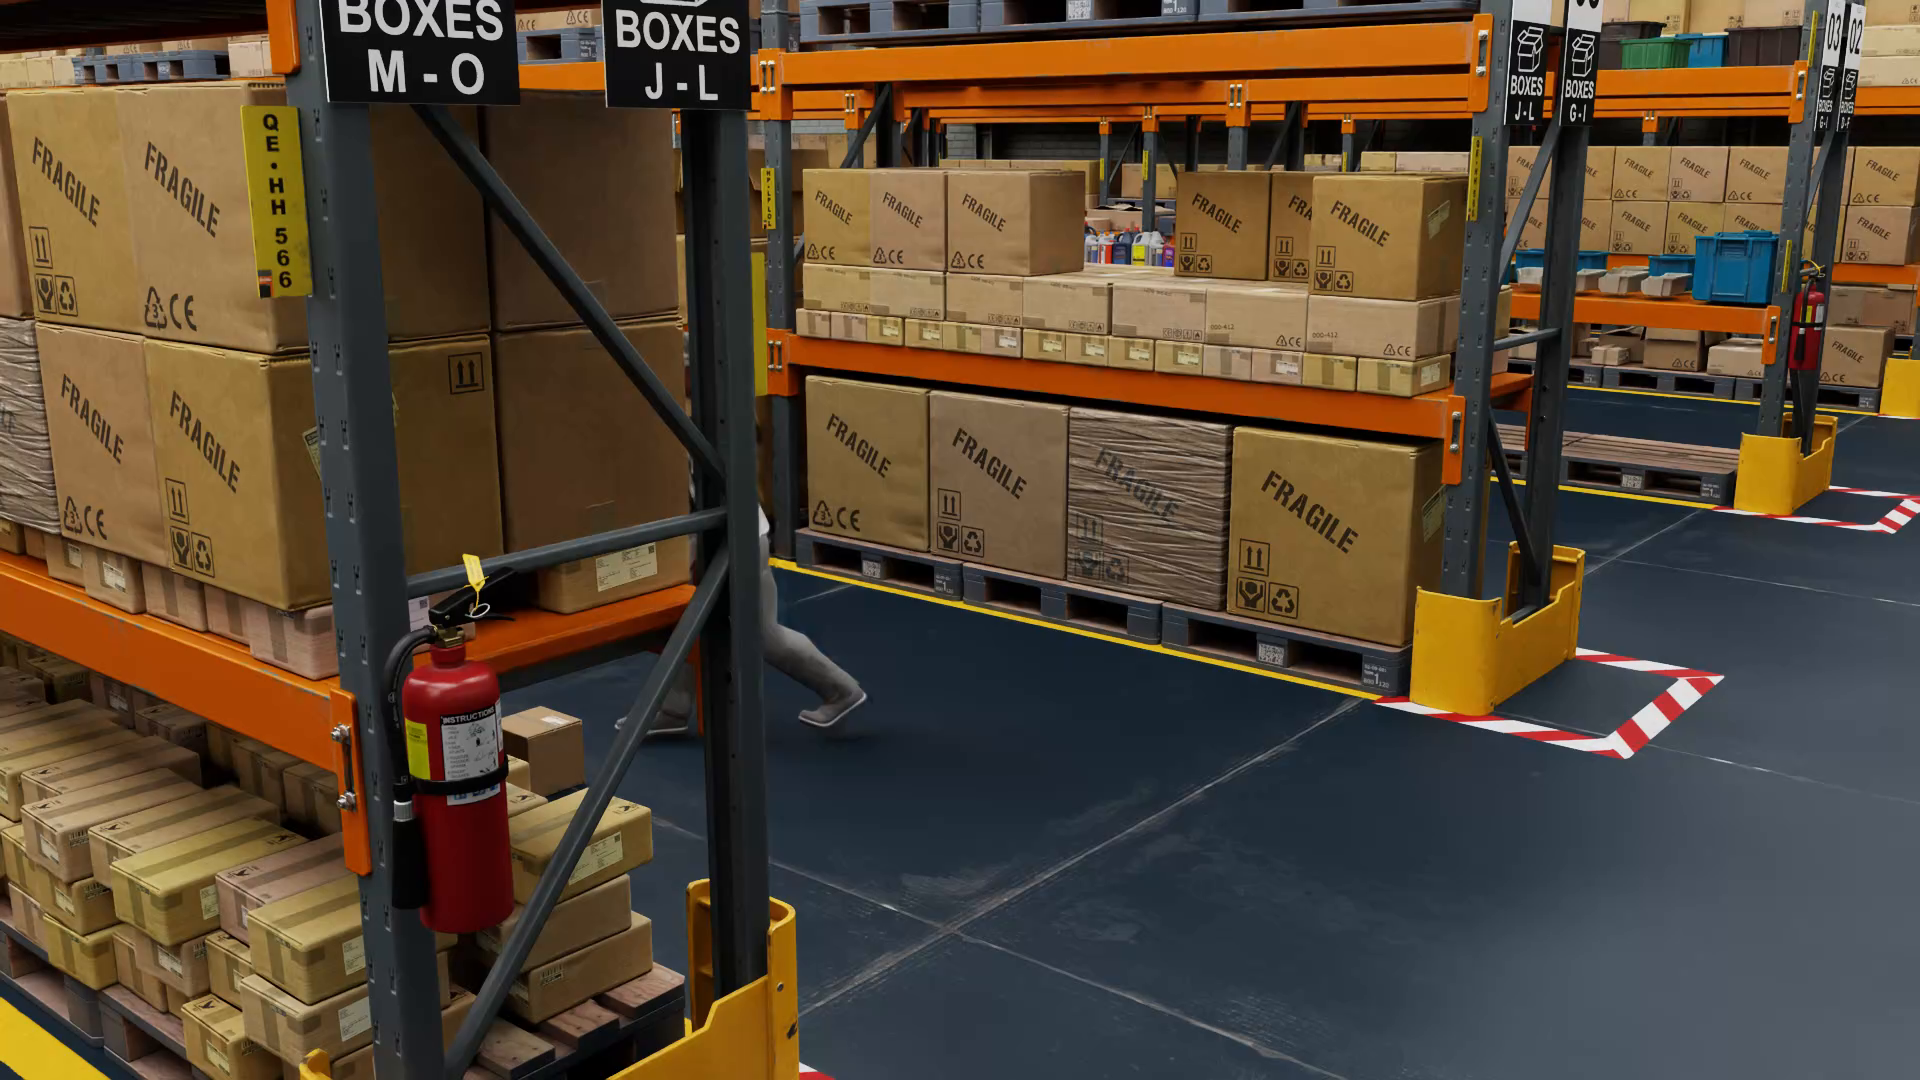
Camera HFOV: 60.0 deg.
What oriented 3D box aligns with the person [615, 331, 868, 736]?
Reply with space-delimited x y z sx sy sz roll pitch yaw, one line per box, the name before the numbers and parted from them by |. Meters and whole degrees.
person | -0.895 -0.013 6.524 0.968 1.627 0.462 -4 14 -15
